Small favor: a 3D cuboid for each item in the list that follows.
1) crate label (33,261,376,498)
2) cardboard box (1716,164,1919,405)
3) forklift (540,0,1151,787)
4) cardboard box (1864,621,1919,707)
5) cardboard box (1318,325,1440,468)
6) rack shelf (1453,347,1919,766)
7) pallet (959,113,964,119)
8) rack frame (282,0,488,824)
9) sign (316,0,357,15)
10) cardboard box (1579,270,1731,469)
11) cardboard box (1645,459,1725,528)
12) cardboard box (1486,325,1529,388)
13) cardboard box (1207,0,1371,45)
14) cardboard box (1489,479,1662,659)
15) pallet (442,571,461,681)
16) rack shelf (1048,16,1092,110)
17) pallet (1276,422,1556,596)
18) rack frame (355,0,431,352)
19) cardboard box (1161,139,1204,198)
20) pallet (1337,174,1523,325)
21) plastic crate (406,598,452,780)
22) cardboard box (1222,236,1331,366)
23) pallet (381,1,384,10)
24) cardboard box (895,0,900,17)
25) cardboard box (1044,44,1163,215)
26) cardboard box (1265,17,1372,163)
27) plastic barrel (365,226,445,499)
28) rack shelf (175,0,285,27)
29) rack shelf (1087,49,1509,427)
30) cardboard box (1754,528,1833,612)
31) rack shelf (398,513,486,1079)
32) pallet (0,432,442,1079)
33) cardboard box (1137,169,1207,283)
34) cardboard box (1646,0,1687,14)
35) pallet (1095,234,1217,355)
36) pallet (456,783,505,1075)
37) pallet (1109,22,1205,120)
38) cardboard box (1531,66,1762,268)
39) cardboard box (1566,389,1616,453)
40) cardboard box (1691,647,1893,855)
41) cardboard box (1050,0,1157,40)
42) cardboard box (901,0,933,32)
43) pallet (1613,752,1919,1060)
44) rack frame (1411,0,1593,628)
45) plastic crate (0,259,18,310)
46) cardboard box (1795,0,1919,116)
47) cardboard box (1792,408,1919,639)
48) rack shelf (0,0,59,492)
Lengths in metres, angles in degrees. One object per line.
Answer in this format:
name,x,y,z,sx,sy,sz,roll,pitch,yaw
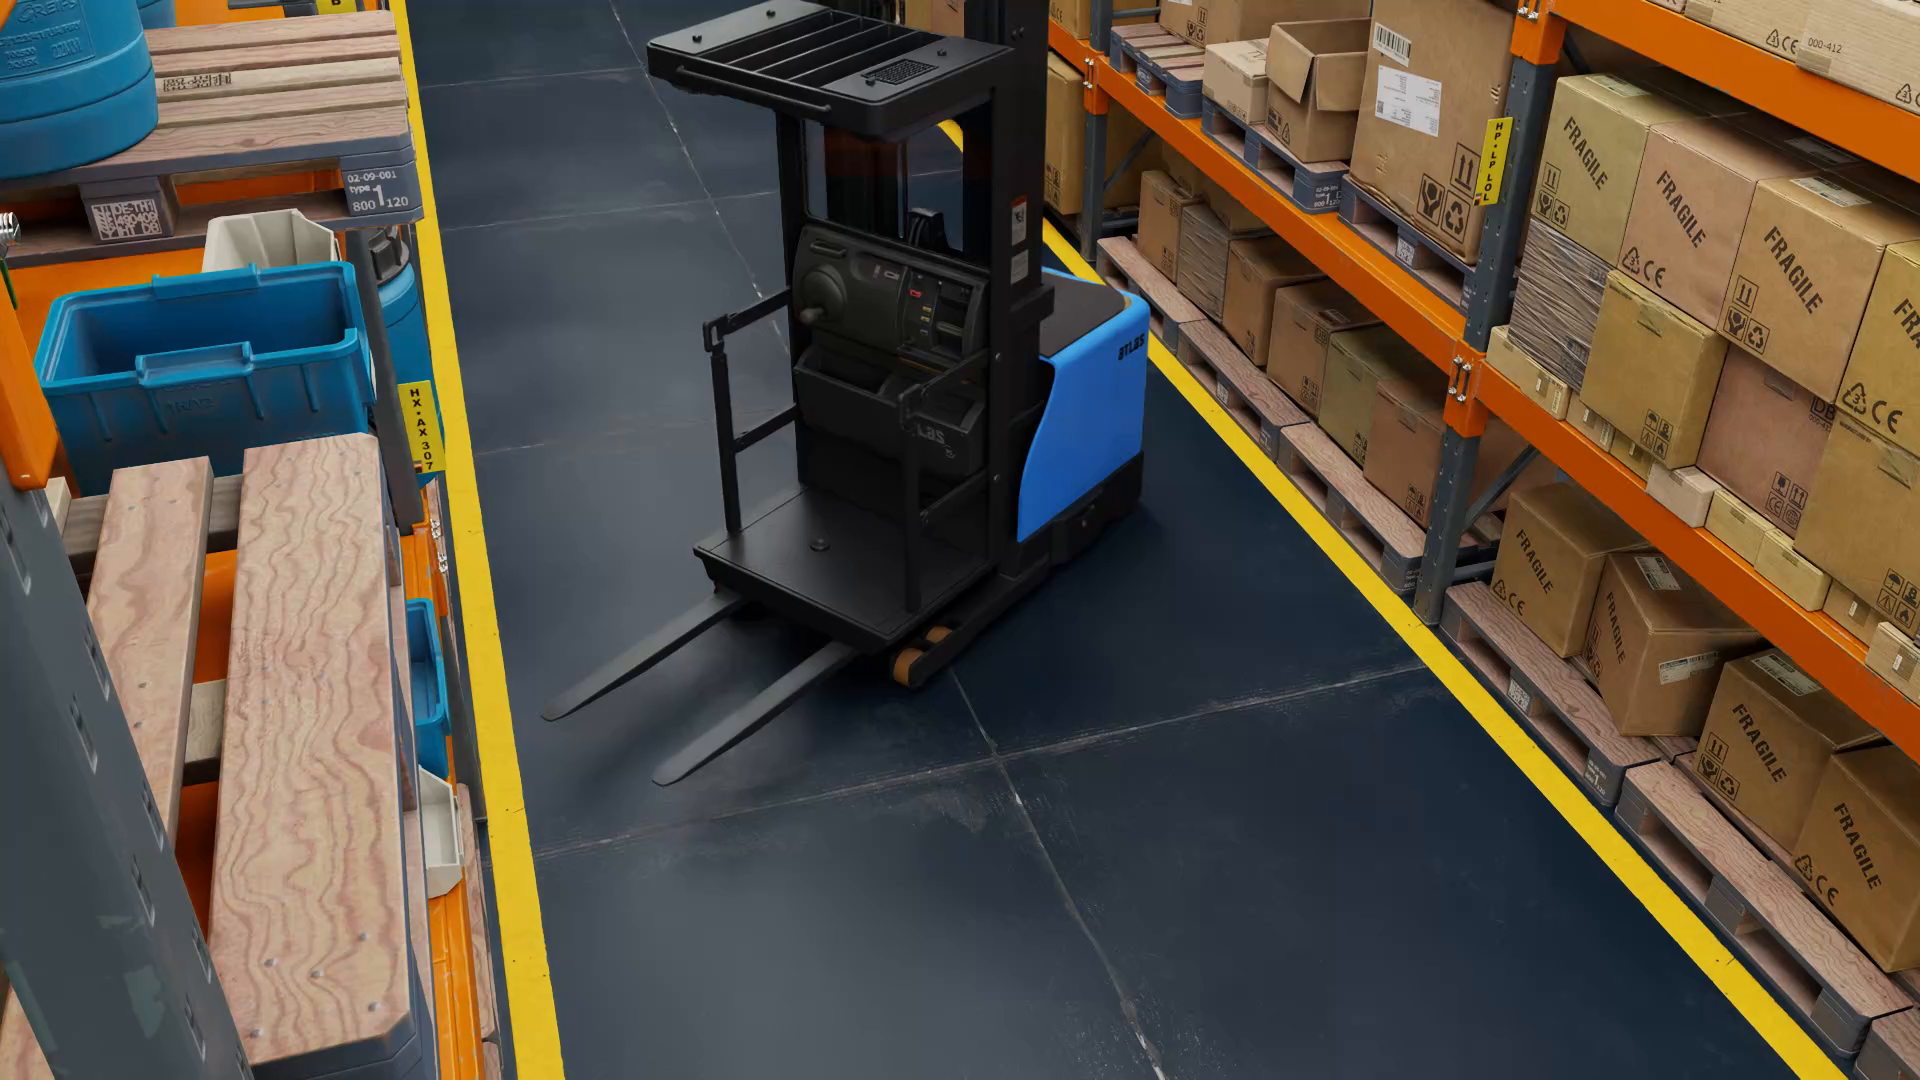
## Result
crate label,-1.283,-0.284,2.873,0.502,0.251,0.408,-10,35,-15
cardboard box,2.671,-0.769,4.925,0.500,0.500,0.500,-10,35,-15
forklift,-0.422,-0.922,6.487,1.130,2.935,3.031,23,40,30
cardboard box,2.849,0.331,4.757,0.380,0.149,0.250,-10,35,-15
cardboard box,2.176,-0.710,7.972,0.700,0.500,0.500,-10,35,-15
rack shelf,3.080,0.361,5.136,1.077,0.370,4.000,-10,35,-15
pallet,0.337,-3.634,13.058,1.003,0.211,1.213,-10,35,-15
rack frame,-2.247,-0.157,5.266,1.000,3.000,0.127,-10,35,-15
sign,-1.719,-1.498,4.568,0.100,0.325,0.005,-10,35,-15
cardboard box,2.668,-0.640,5.638,0.875,0.500,0.500,-10,35,-15
cardboard box,2.538,-0.193,5.550,0.380,0.149,0.250,-10,35,-15
cardboard box,2.249,-0.721,6.349,0.380,0.149,0.250,-10,35,-15
cardboard box,1.718,-2.753,8.725,0.700,0.500,0.500,-5,34,-8
cardboard box,2.554,0.095,6.772,0.500,0.500,0.500,-11,35,-16
pallet,-2.523,0.601,6.649,1.003,0.211,1.213,-10,35,-15
rack shelf,0.640,-3.840,11.492,1.077,0.370,4.000,-10,35,-15
pallet,2.231,-0.235,7.914,1.003,0.211,1.213,-10,35,-15
rack frame,-3.467,-2.257,8.444,1.000,3.000,0.127,-10,35,-15
cardboard box,1.483,-2.196,9.541,0.500,0.250,0.500,-9,34,-13
pallet,2.376,-1.335,7.224,1.003,0.211,1.213,-10,35,-15
plastic crate,-1.650,0.441,4.497,0.499,0.251,0.616,-10,35,-15
cardboard box,1.834,-1.296,8.859,0.700,0.500,0.500,-7,34,-11
pallet,-5.324,-4.215,13.937,1.003,0.211,1.213,-10,35,-15
cardboard box,-0.095,-4.838,13.898,0.875,0.875,0.875,-10,35,-15
cardboard box,1.059,-2.744,10.728,1.225,0.875,0.875,-12,35,-17
cardboard box,1.853,-2.102,7.736,0.797,0.503,0.637,-7,34,-10
plastic barrel,-2.076,-0.620,5.512,0.600,0.901,0.708,-10,35,-15
rack shelf,-2.857,-2.158,6.227,1.077,0.370,4.000,-10,35,-15
rack shelf,1.860,-1.739,8.314,1.077,0.370,4.000,-10,35,-15
cardboard box,2.720,0.064,5.160,0.380,0.149,0.250,-10,35,-15
rack shelf,-1.637,1.194,3.875,1.077,0.370,4.000,-10,35,-15
pallet,-1.186,0.320,1.995,1.003,0.211,1.213,-10,35,-15
cardboard box,1.474,-1.882,9.745,0.700,0.500,0.500,-12,35,-17
cardboard box,2.364,-1.899,5.318,0.500,0.250,0.500,-11,35,-17
pallet,1.487,-1.516,9.852,1.003,0.211,1.213,-10,35,-15
pallet,-2.081,1.366,5.491,1.003,0.211,1.213,-10,35,-15
pallet,1.569,-2.653,9.219,1.213,0.211,1.003,-10,35,-15
cardboard box,2.365,-1.293,5.719,0.500,0.500,0.500,-10,35,-15
cardboard box,2.416,-0.461,5.955,0.380,0.149,0.250,-10,35,-15
cardboard box,3.000,0.707,5.846,0.500,0.500,0.500,-13,36,-19
cardboard box,0.864,-3.349,10.006,0.500,0.500,0.500,-9,35,-13
cardboard box,0.244,-4.146,12.850,1.225,0.875,0.875,-10,35,-15
pallet,3.085,1.162,5.800,1.003,0.211,1.213,-10,35,-15
rack frame,2.470,-0.990,6.527,1.000,3.000,0.127,-10,35,-15
plastic crate,-2.025,-0.445,3.175,0.336,0.188,0.450,-10,35,-15
cardboard box,2.671,-1.359,4.502,0.500,0.250,0.500,-11,35,-17
cardboard box,3.029,-0.125,4.858,0.875,0.500,0.500,-10,35,-15
rack shelf,-1.637,-1.142,2.332,1.077,0.370,4.000,-10,35,-15
